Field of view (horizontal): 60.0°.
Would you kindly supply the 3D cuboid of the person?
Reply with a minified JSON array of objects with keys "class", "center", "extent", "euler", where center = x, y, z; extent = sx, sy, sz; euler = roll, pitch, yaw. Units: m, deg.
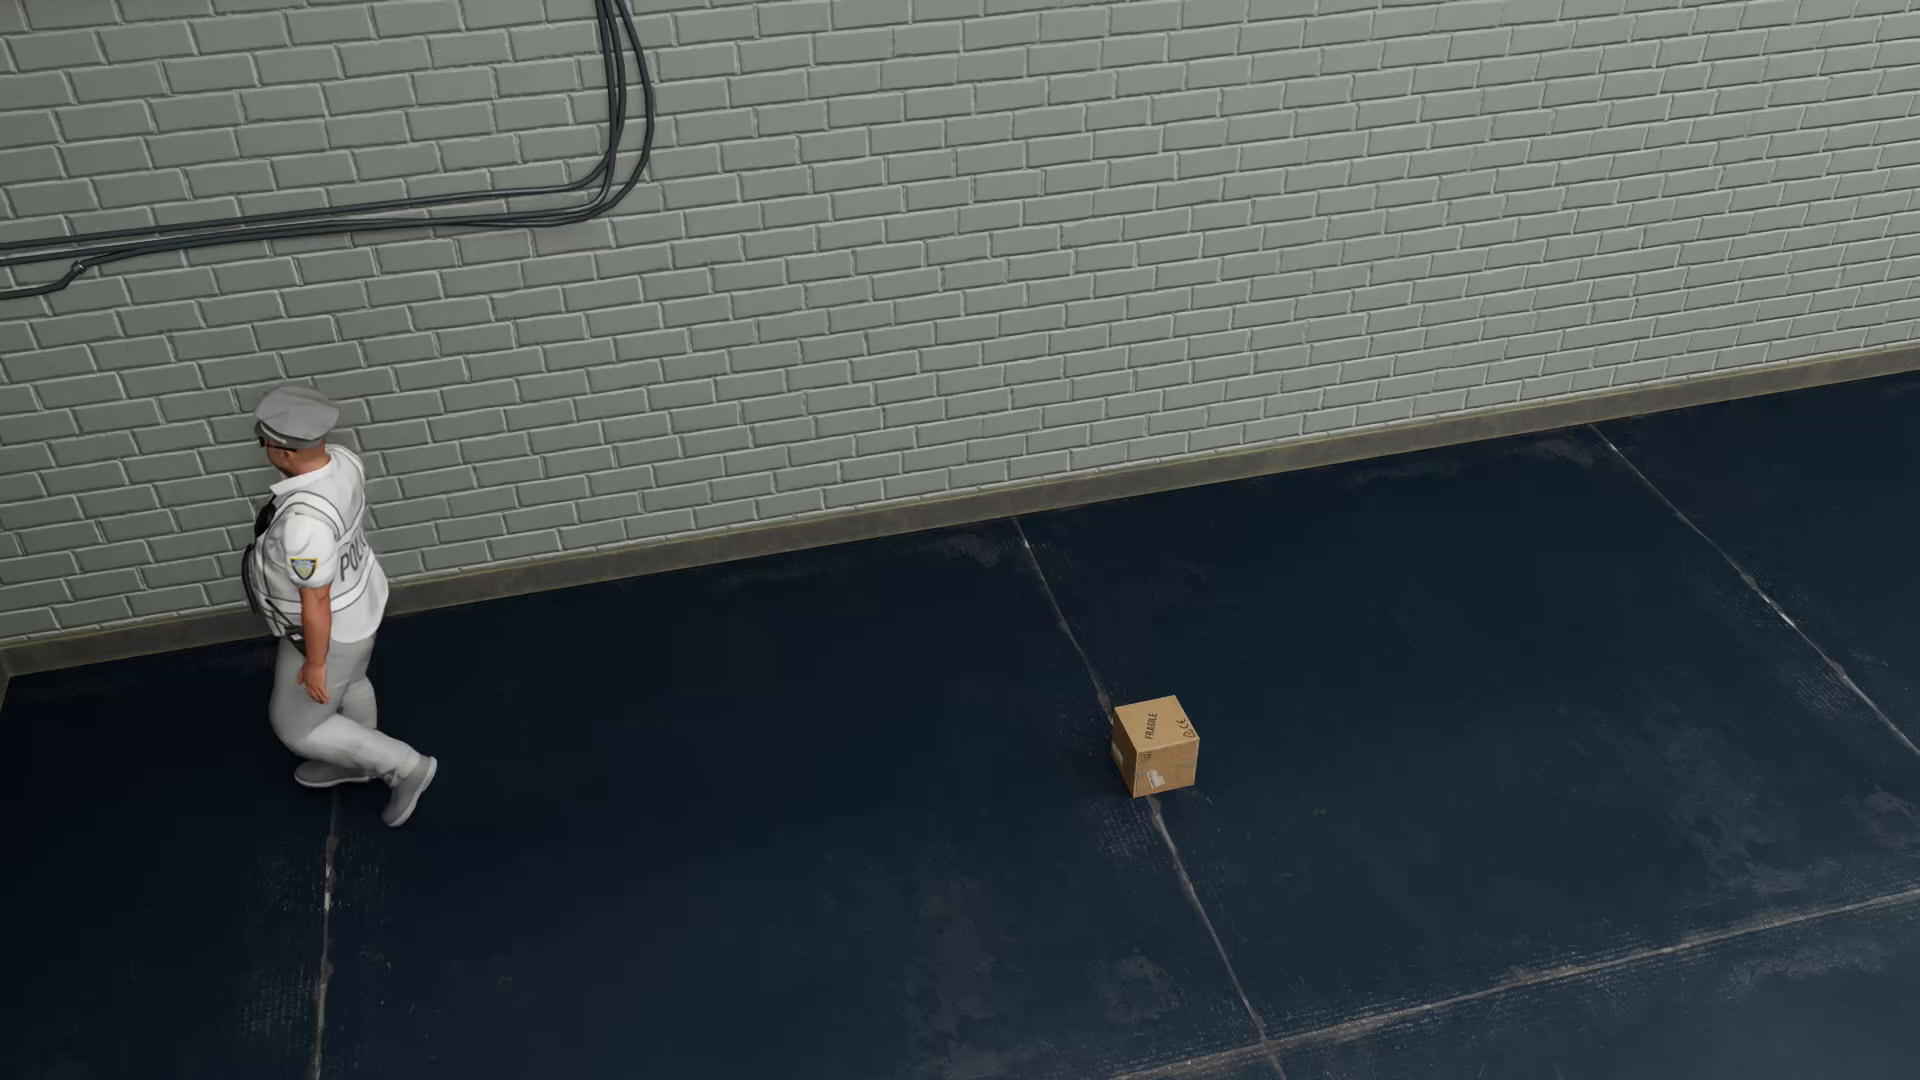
[{"class":"person","center":[-2.223,0.257,5.761],"extent":[0.619,1.768,0.579],"euler":[-2,38,-3]}]
